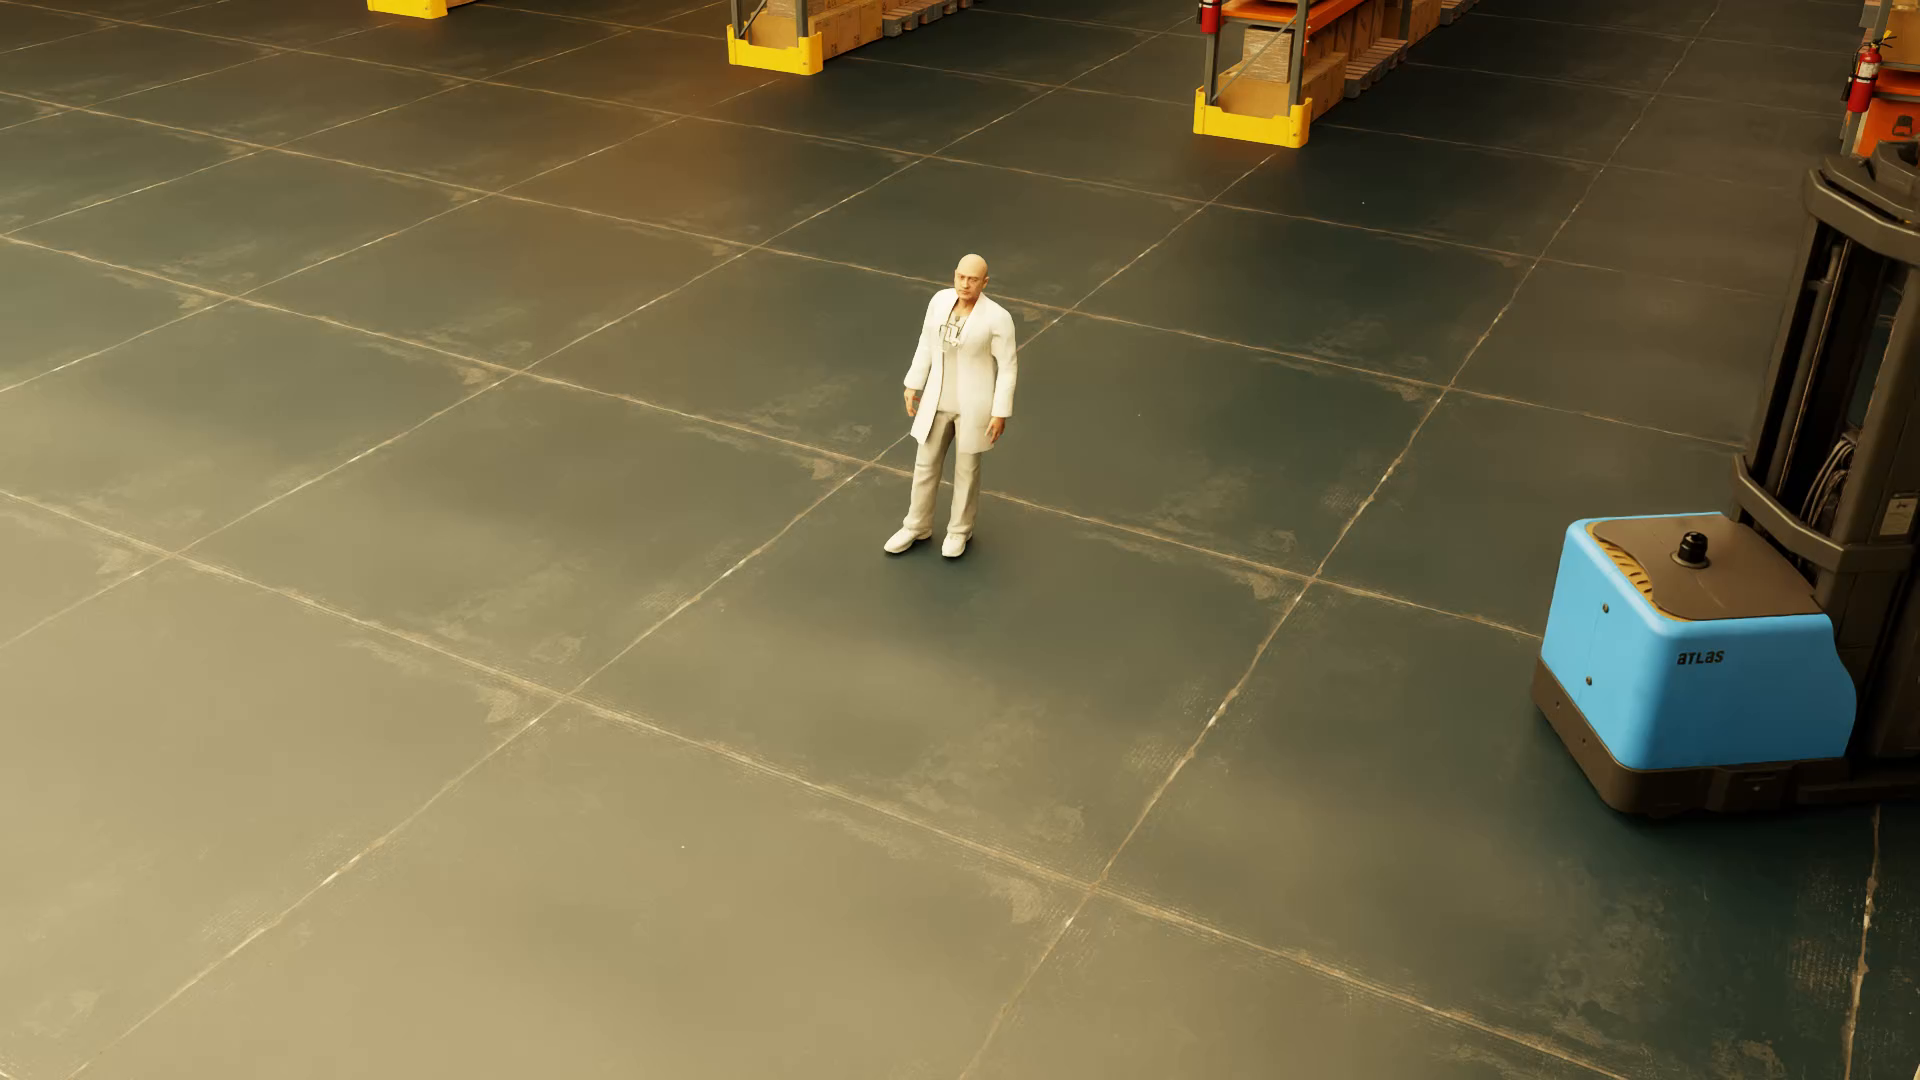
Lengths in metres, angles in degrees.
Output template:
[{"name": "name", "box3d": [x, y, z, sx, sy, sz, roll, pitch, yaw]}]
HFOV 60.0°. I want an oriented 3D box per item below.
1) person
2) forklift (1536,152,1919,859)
[{"name": "person", "box3d": [-0.048, -0.738, 9.488, 0.698, 1.776, 0.580, 15, 33, 25]}, {"name": "forklift", "box3d": [4.389, -0.095, 7.236, 3.031, 2.935, 1.130, 15, 33, 25]}]
